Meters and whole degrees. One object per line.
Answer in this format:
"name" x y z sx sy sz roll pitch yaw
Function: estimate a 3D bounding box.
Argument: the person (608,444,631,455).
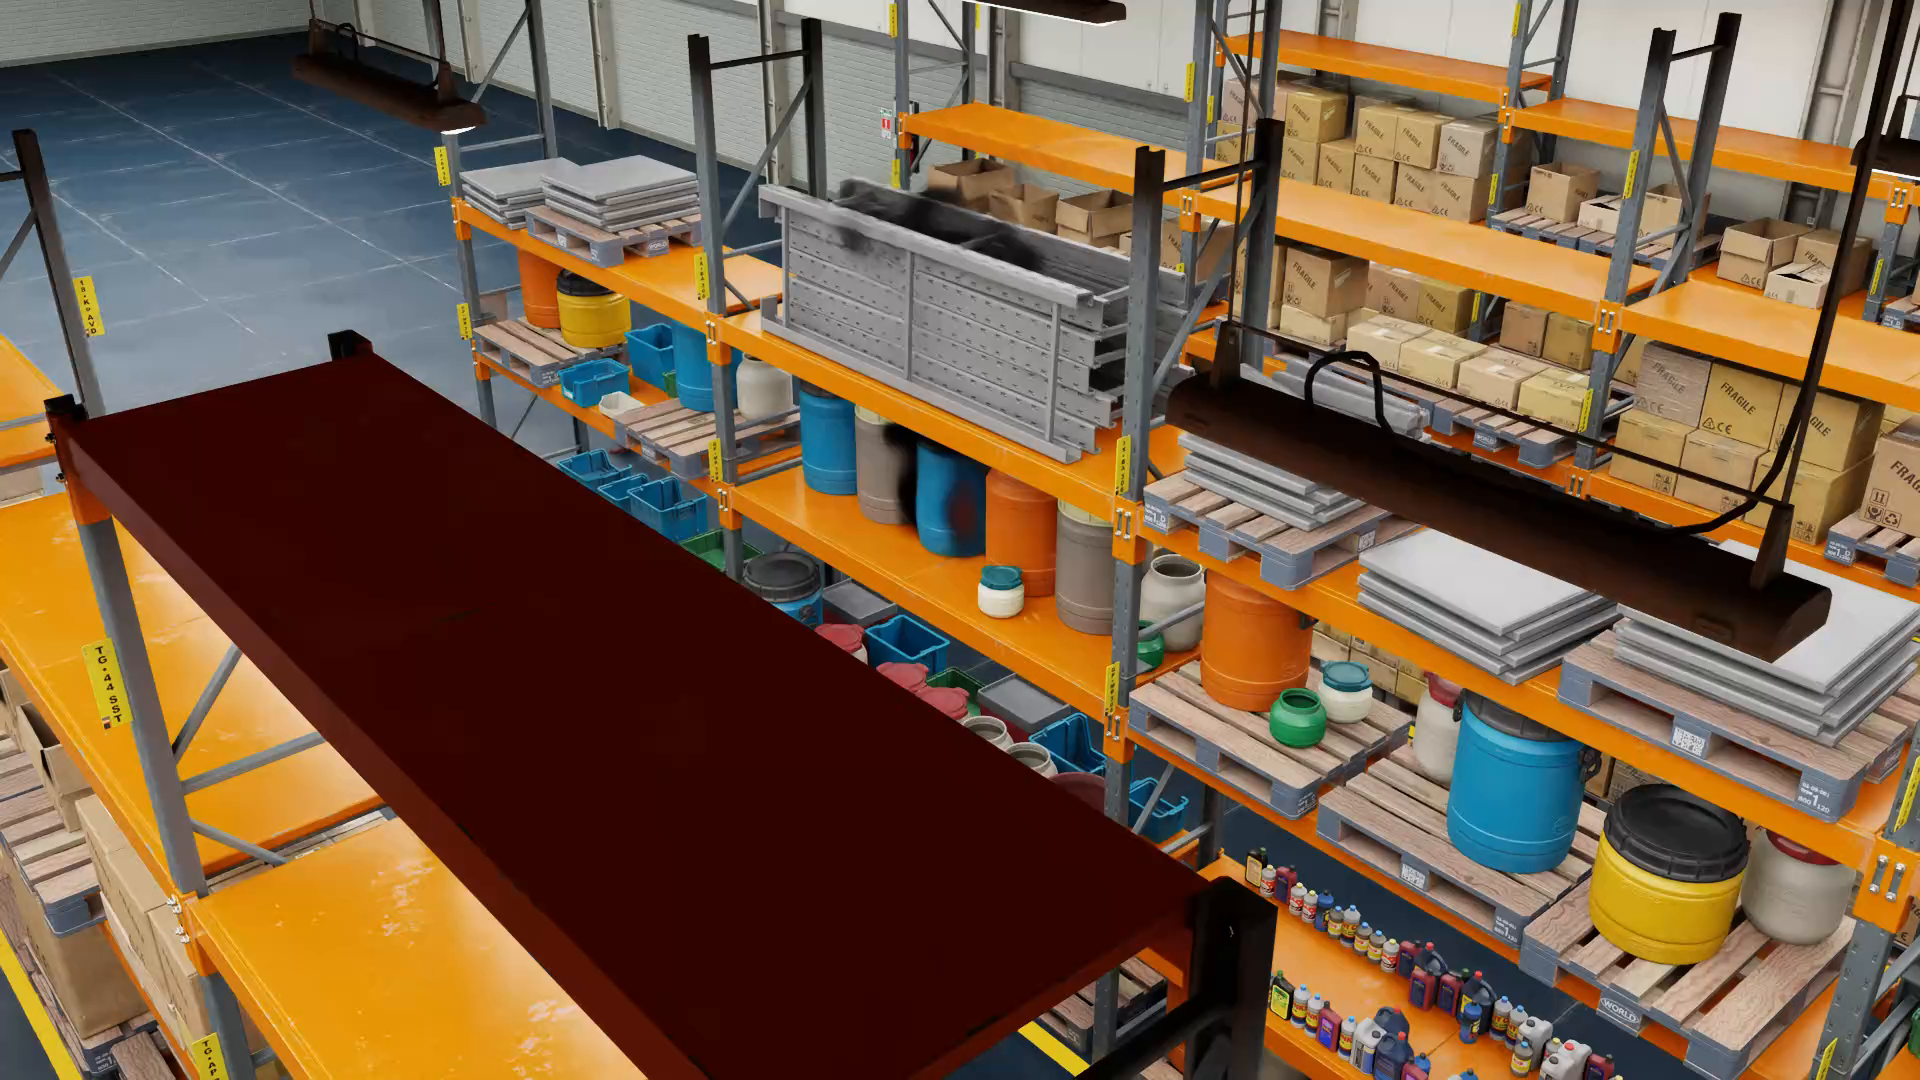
"person" -4.035 -1.765 19.295 0.550 1.607 0.615 -9 28 -17
